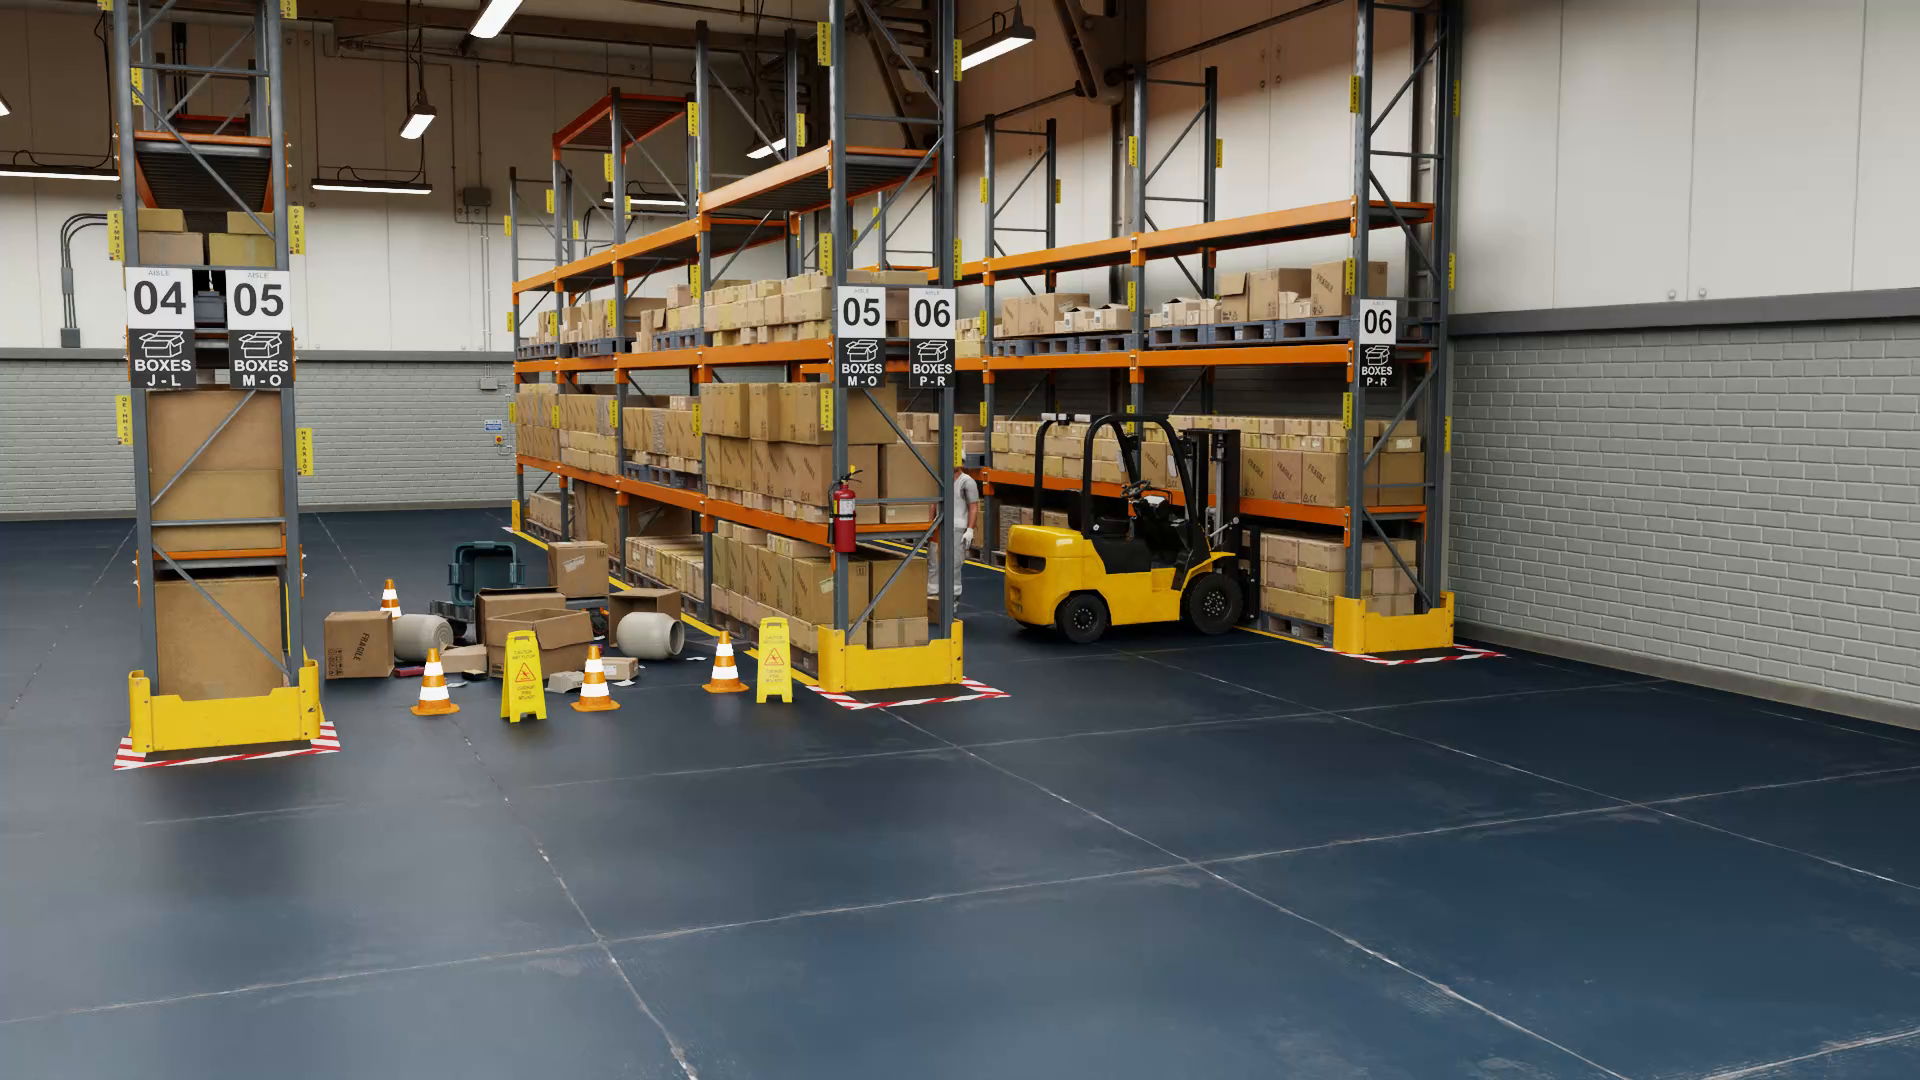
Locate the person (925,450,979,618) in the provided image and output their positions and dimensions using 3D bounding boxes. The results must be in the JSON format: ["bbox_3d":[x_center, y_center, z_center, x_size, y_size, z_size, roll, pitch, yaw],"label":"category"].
[{"bbox_3d":[-0.154,-0.073,17.249,0.638,1.790,0.561,4,7,37],"label":"person"}]
